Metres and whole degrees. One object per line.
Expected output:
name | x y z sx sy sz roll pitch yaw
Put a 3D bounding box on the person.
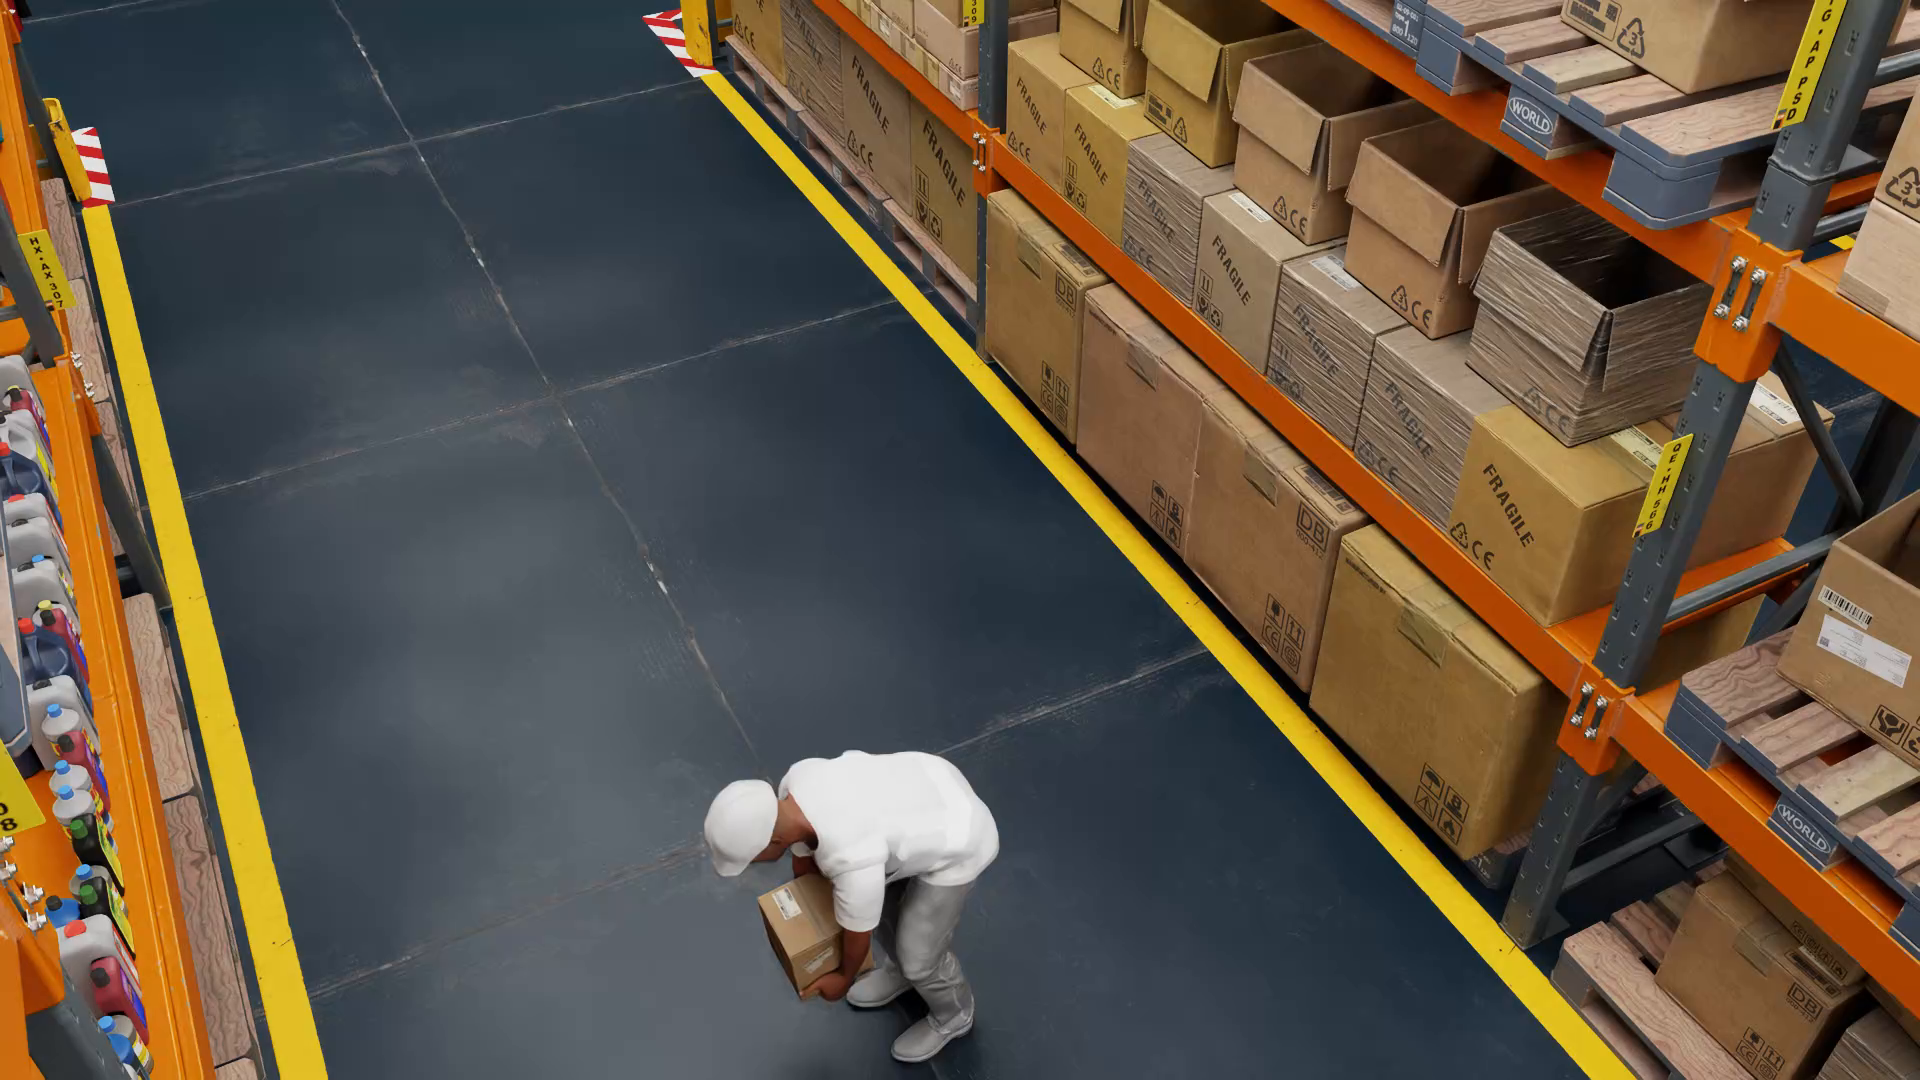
person | -0.313 1.120 5.114 0.886 1.420 0.475 -20 45 -21
